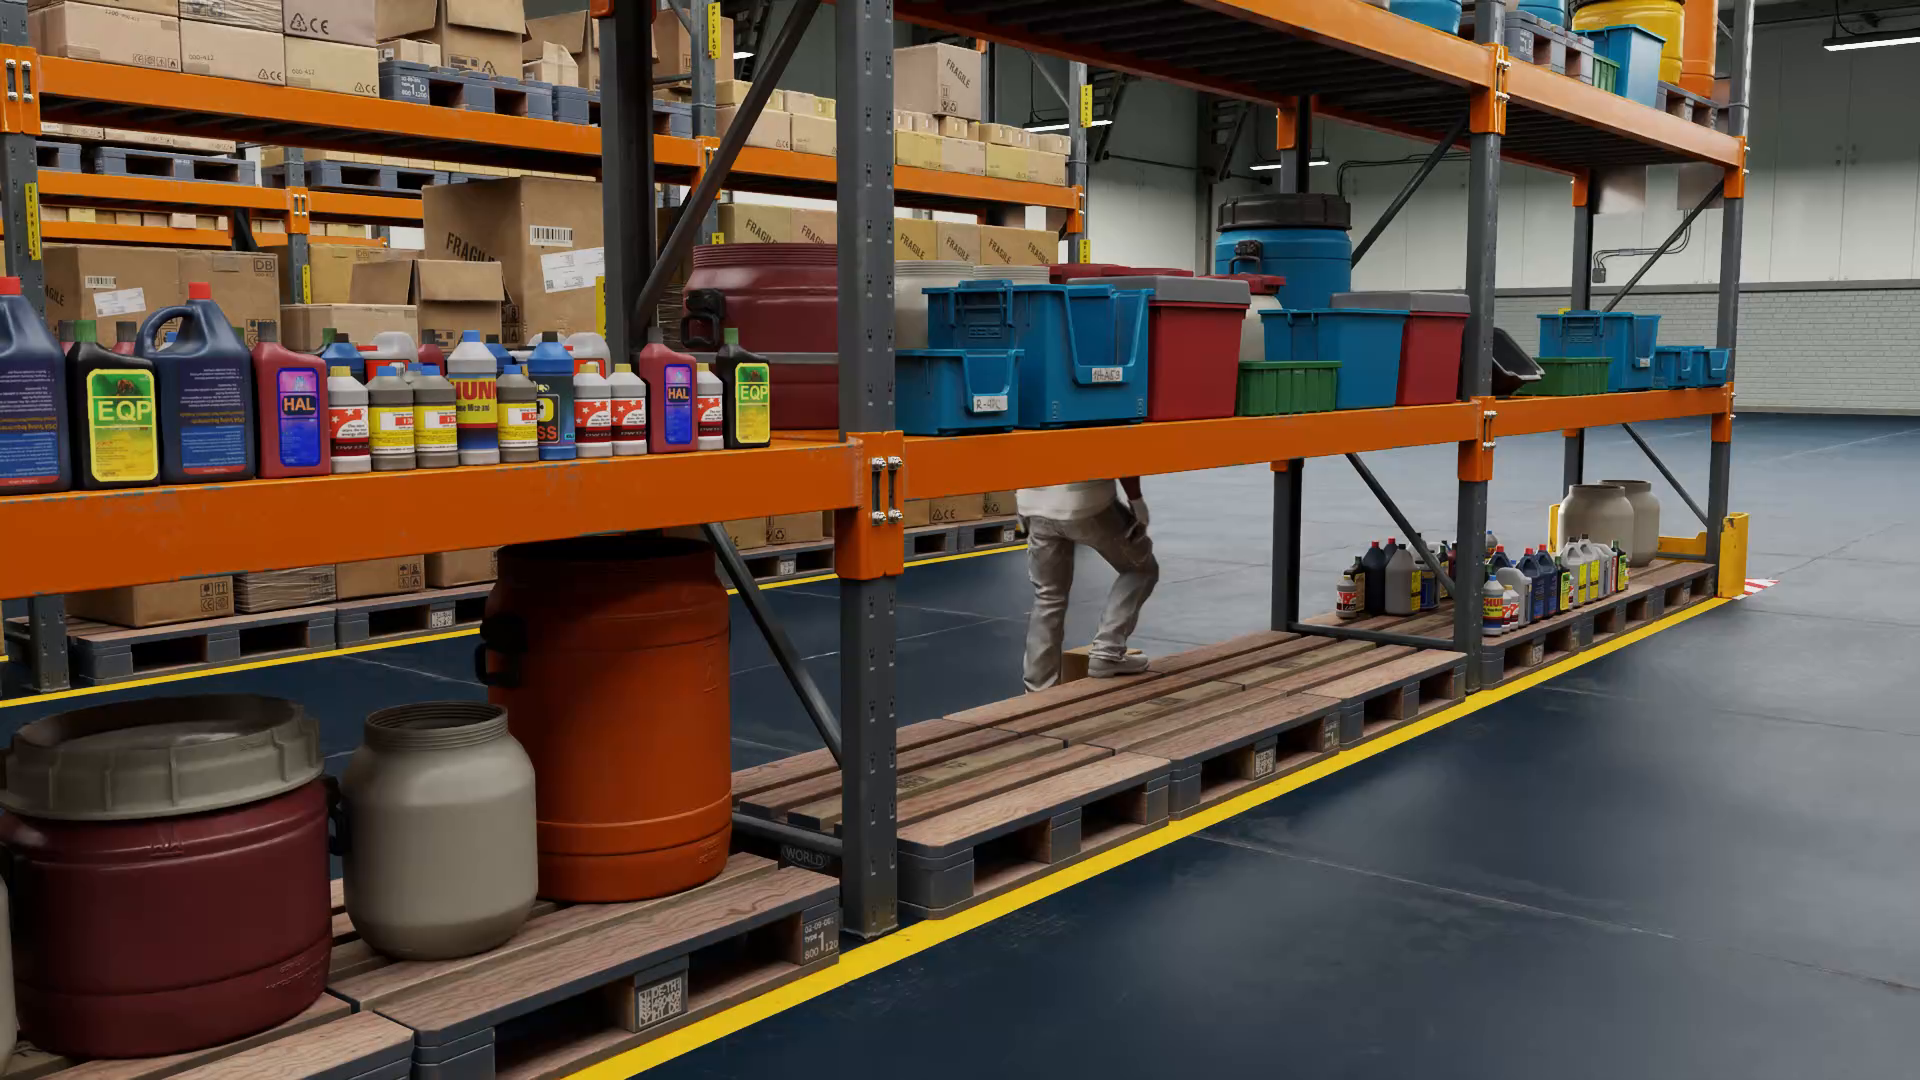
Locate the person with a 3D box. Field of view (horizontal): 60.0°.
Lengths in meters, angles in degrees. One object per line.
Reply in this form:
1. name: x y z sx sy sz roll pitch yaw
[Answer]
1. person: 0.496 -0.143 6.880 0.629 1.783 0.518 5 8 38
